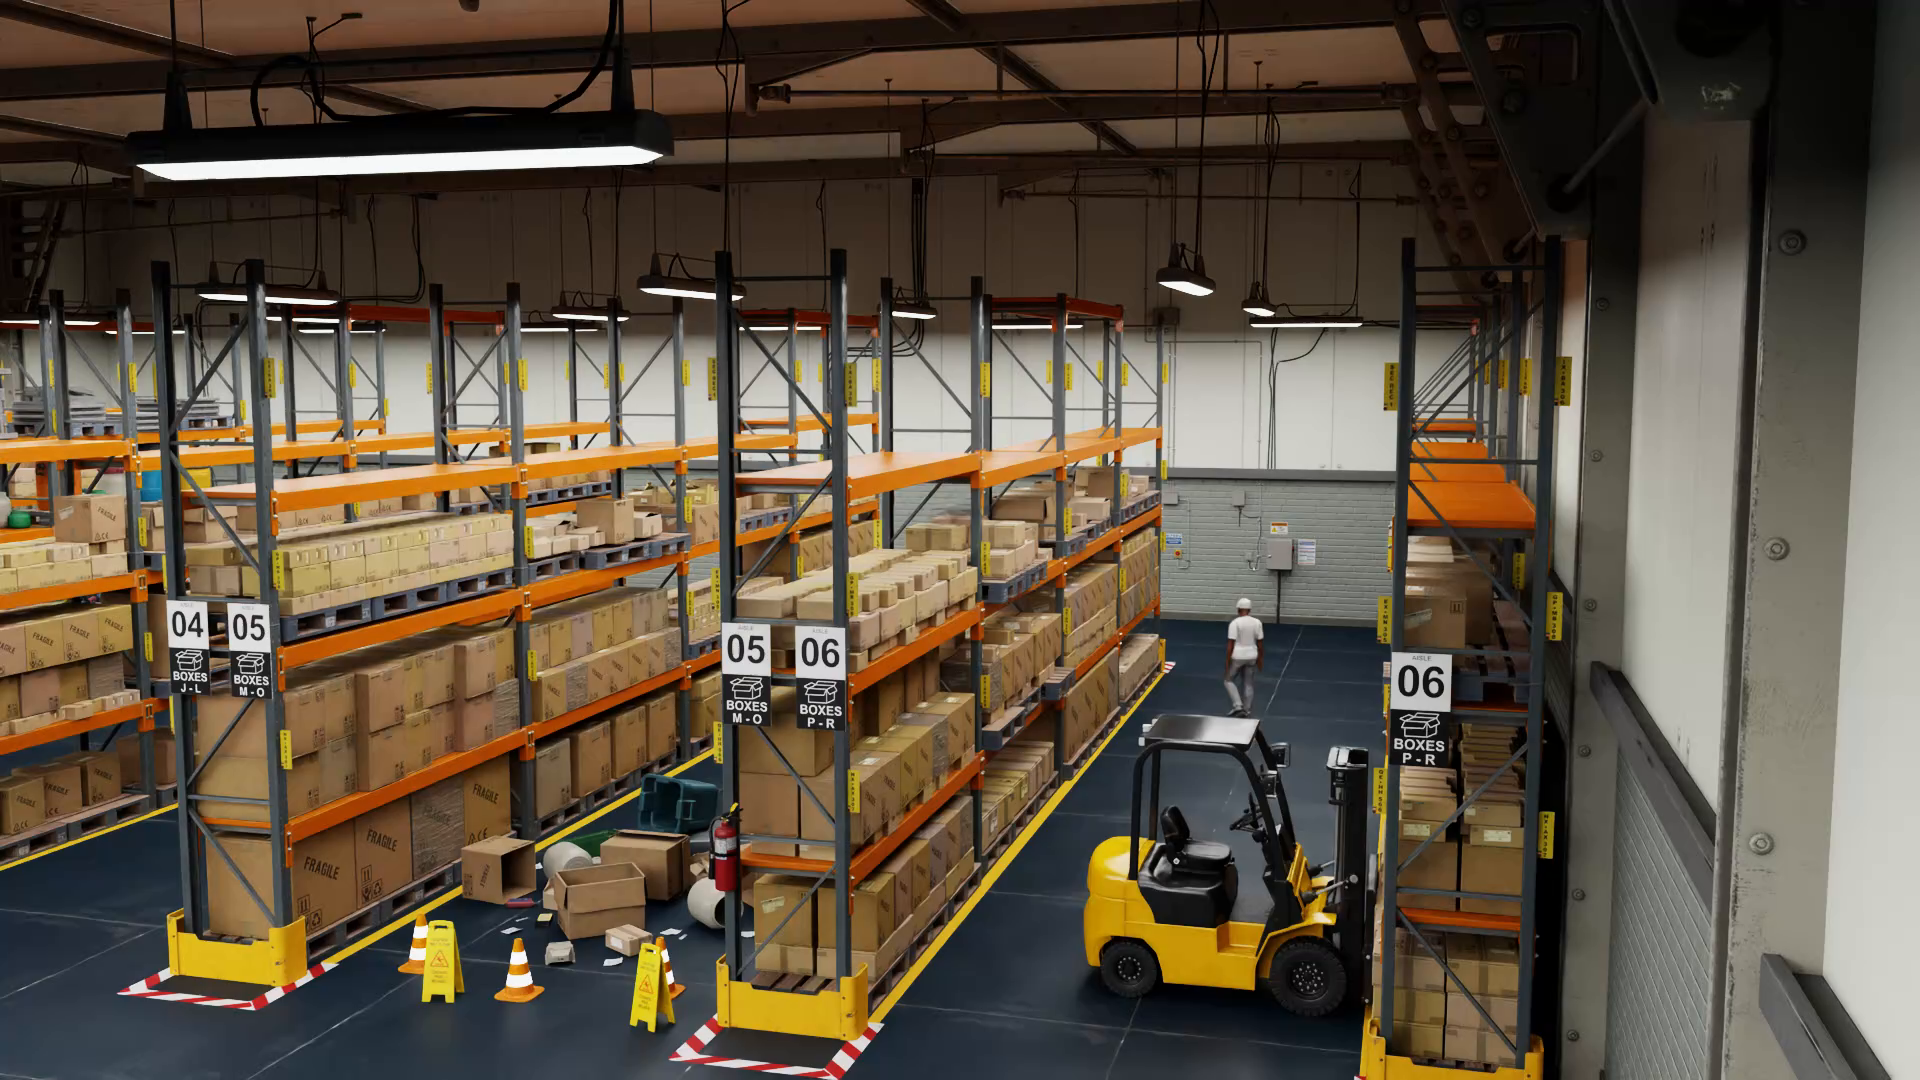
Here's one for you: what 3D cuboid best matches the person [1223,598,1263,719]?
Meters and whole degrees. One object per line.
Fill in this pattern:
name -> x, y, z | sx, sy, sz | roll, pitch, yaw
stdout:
person -> 4.134, 1.732, 24.196 | 0.616, 1.767, 0.467 | -2, 6, -18

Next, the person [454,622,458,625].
person -> -7.042, 1.862, 23.075 | 0.678, 1.711, 1.081 | 1, 6, 12
